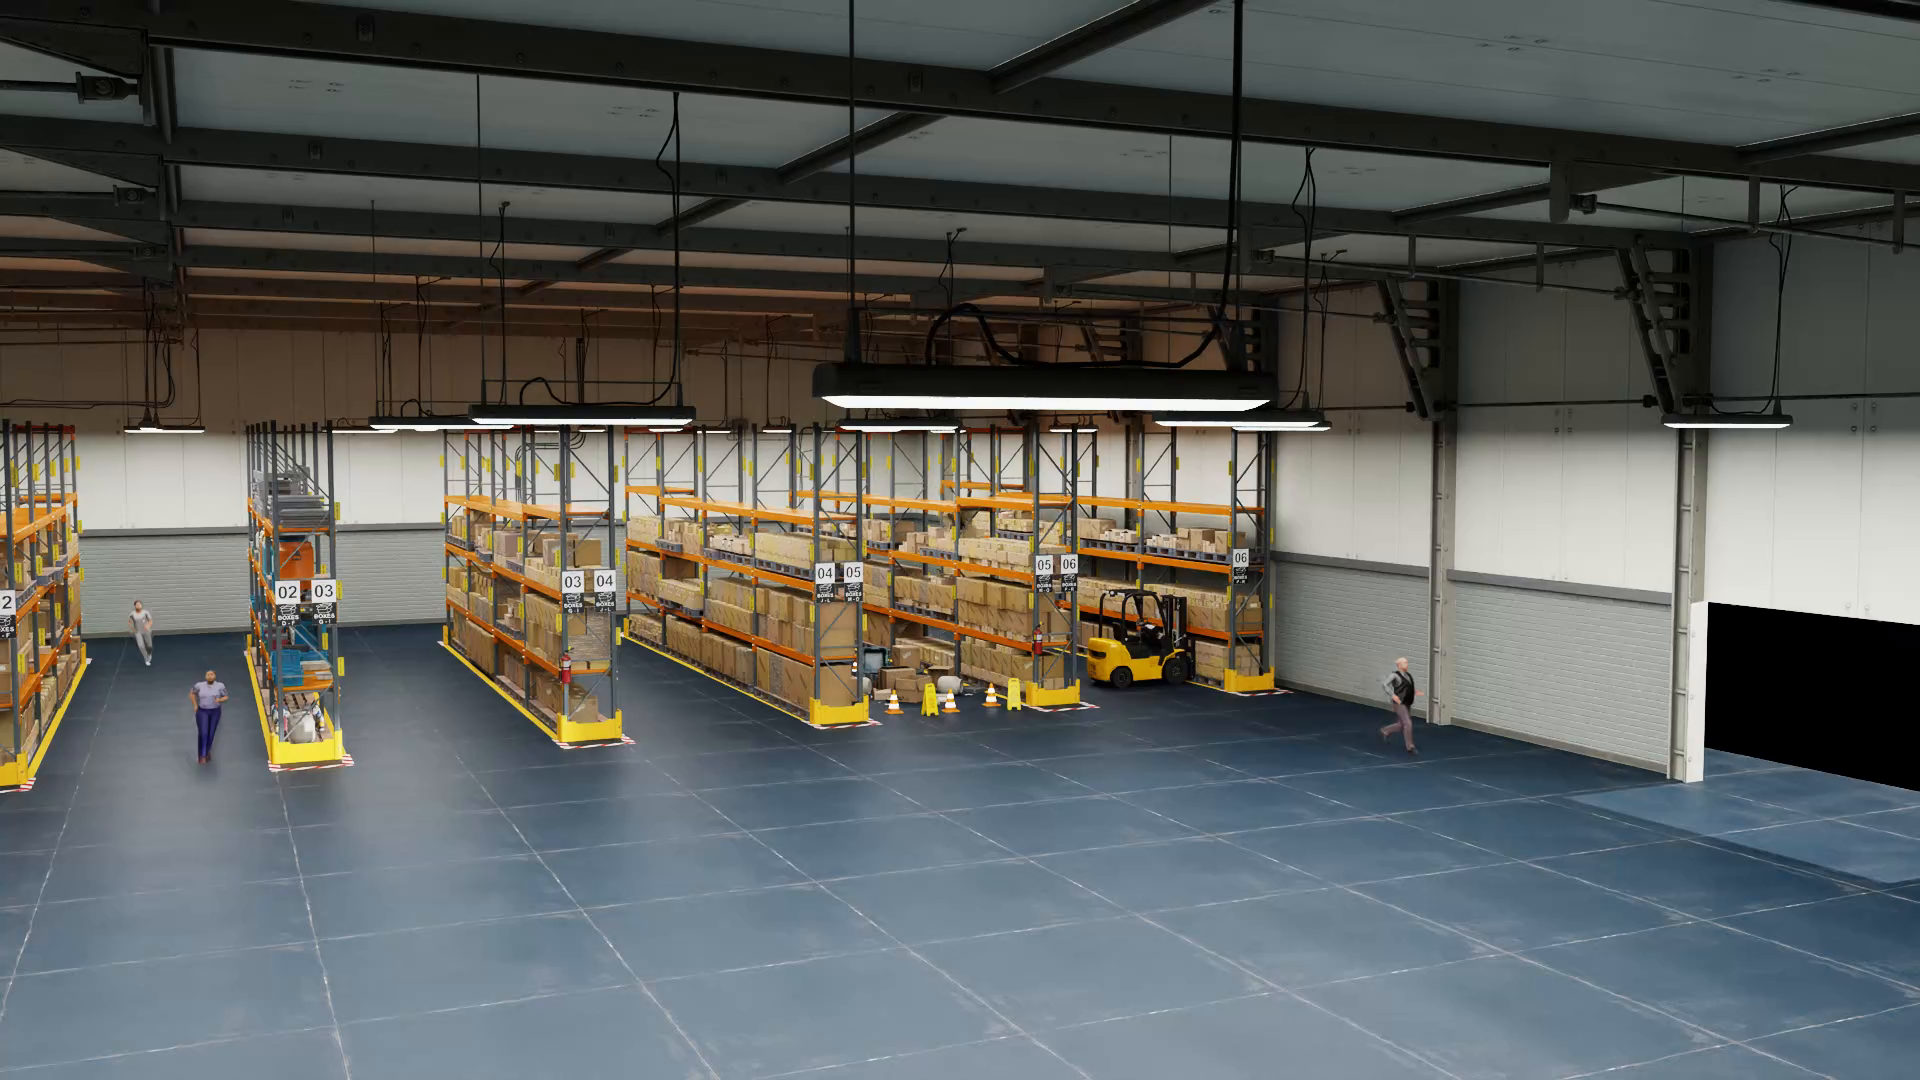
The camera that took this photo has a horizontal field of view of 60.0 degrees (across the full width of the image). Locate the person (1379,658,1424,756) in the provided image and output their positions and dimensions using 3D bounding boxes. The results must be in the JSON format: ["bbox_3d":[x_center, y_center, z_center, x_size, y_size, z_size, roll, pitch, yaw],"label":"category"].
[{"bbox_3d":[7.969,2.991,30.064,0.928,1.725,0.663,4,5,45],"label":"person"}]

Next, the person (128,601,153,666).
[{"bbox_3d":[-20.511,2.323,41.617,0.563,1.613,0.738,-2,4,-25],"label":"person"}]

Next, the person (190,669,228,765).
[{"bbox_3d":[-13.181,3.104,29.224,0.591,1.704,0.727,-2,4,-32],"label":"person"}]
